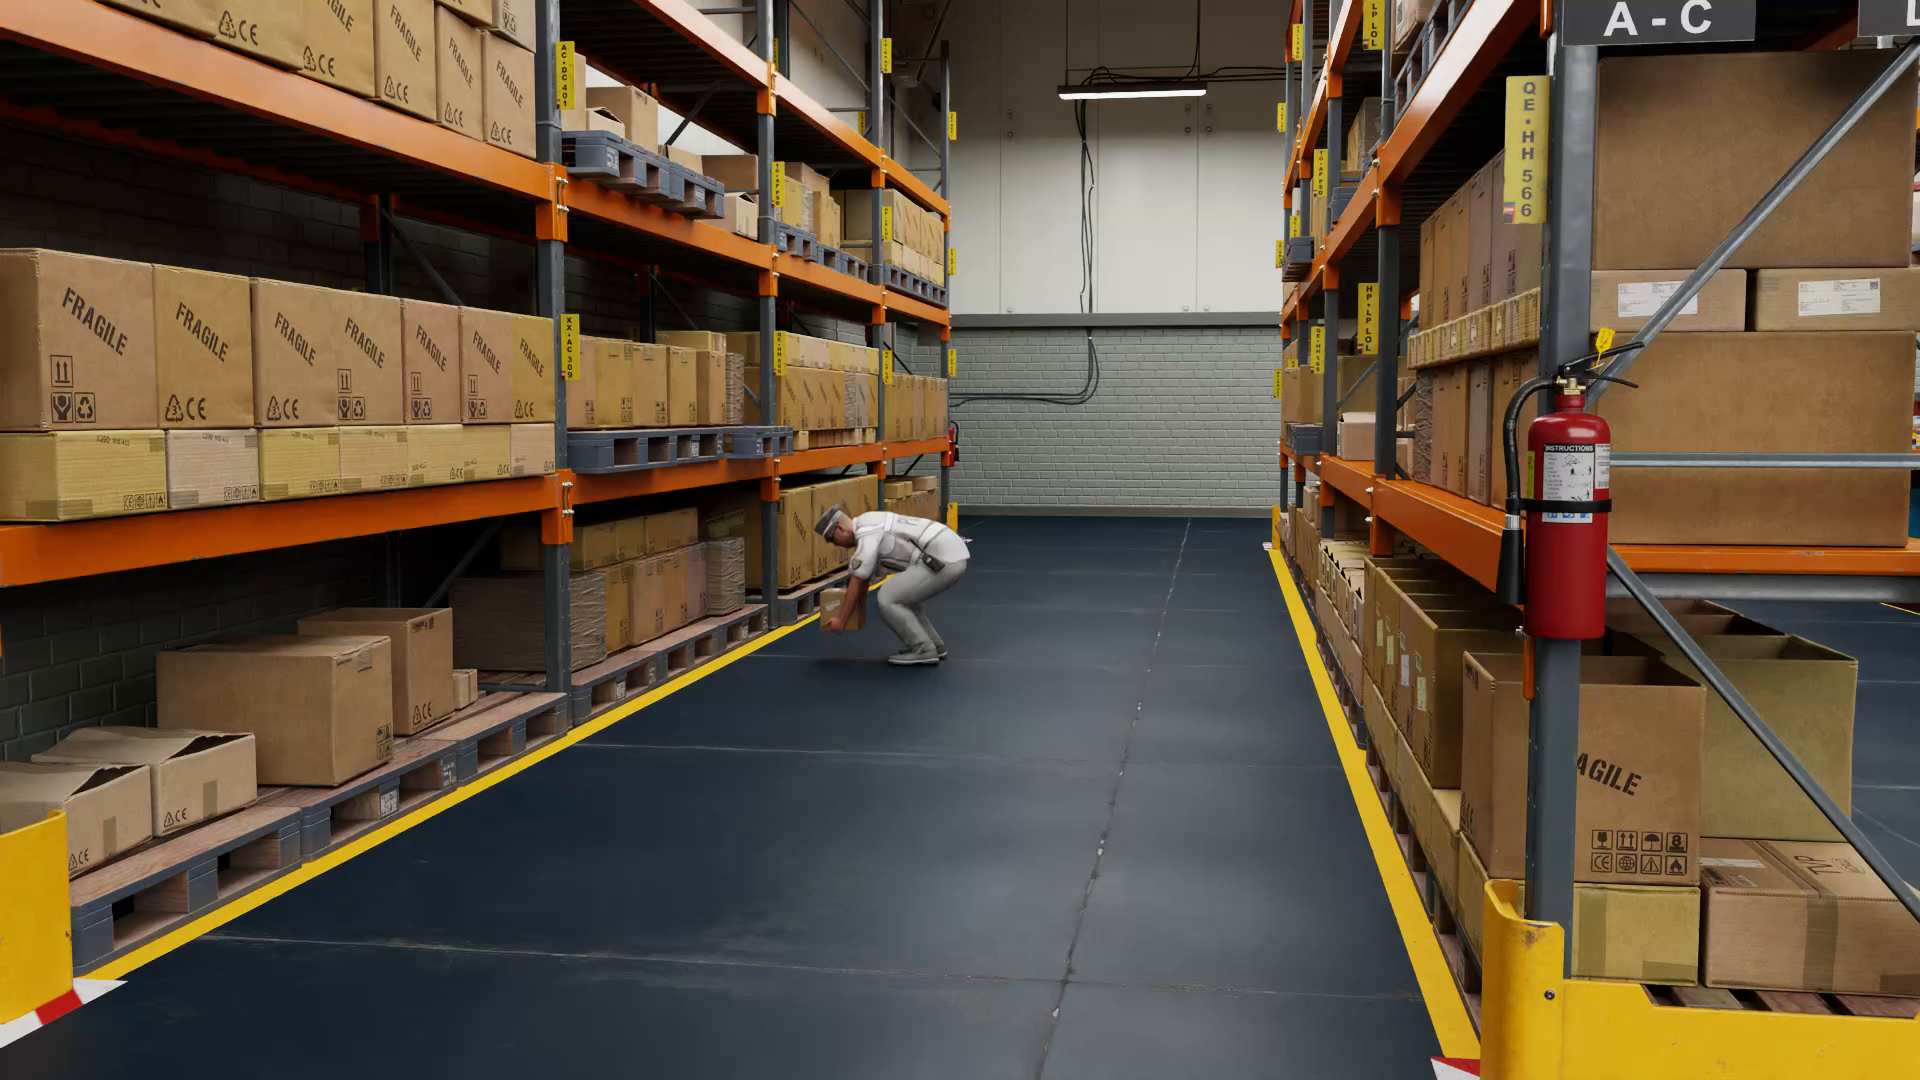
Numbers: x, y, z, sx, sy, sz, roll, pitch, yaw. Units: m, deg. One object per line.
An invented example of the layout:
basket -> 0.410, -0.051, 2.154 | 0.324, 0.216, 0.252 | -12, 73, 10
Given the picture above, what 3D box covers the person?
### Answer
person -> -0.446, 0.279, 10.750 | 1.015, 1.023, 0.544 | 0, 4, 6
